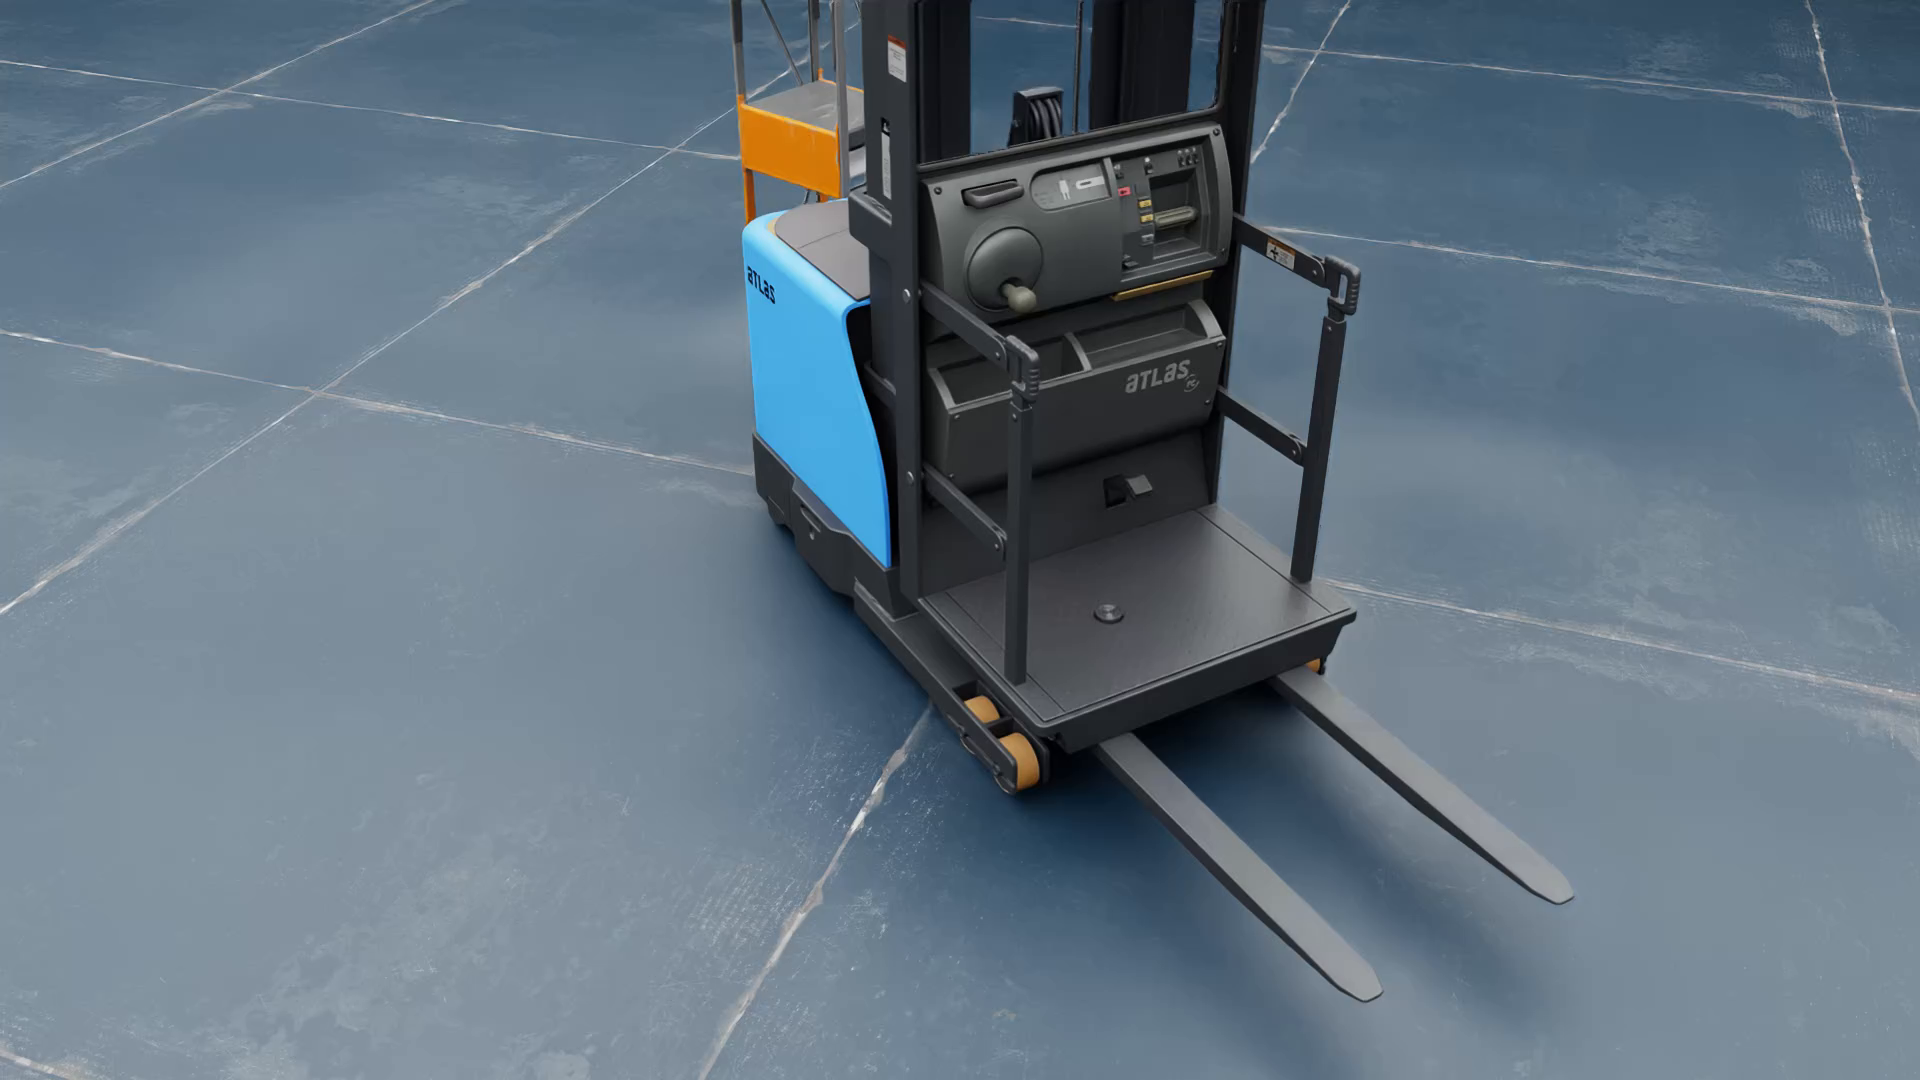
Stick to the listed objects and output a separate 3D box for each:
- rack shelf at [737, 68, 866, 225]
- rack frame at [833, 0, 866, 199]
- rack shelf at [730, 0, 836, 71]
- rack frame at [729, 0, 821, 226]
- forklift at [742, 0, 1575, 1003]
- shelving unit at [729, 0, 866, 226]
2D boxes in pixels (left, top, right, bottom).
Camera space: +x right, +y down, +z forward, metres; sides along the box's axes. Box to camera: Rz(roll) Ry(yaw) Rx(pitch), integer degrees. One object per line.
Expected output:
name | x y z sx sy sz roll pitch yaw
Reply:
rack shelf | -0.453 -1.315 5.877 0.480 0.518 0.431 25 40 33
rack frame | -0.268 -1.241 5.736 0.015 2.100 0.400 25 40 33
rack shelf | -0.453 -1.903 5.497 0.480 0.518 0.431 25 40 33
rack frame | -0.638 -1.413 6.002 0.015 2.100 0.400 25 40 33
forklift | 0.445 -0.809 4.301 1.130 2.935 3.031 -17 37 -25
shelving unit | -0.453 -1.327 5.869 0.503 2.100 0.431 25 40 33
